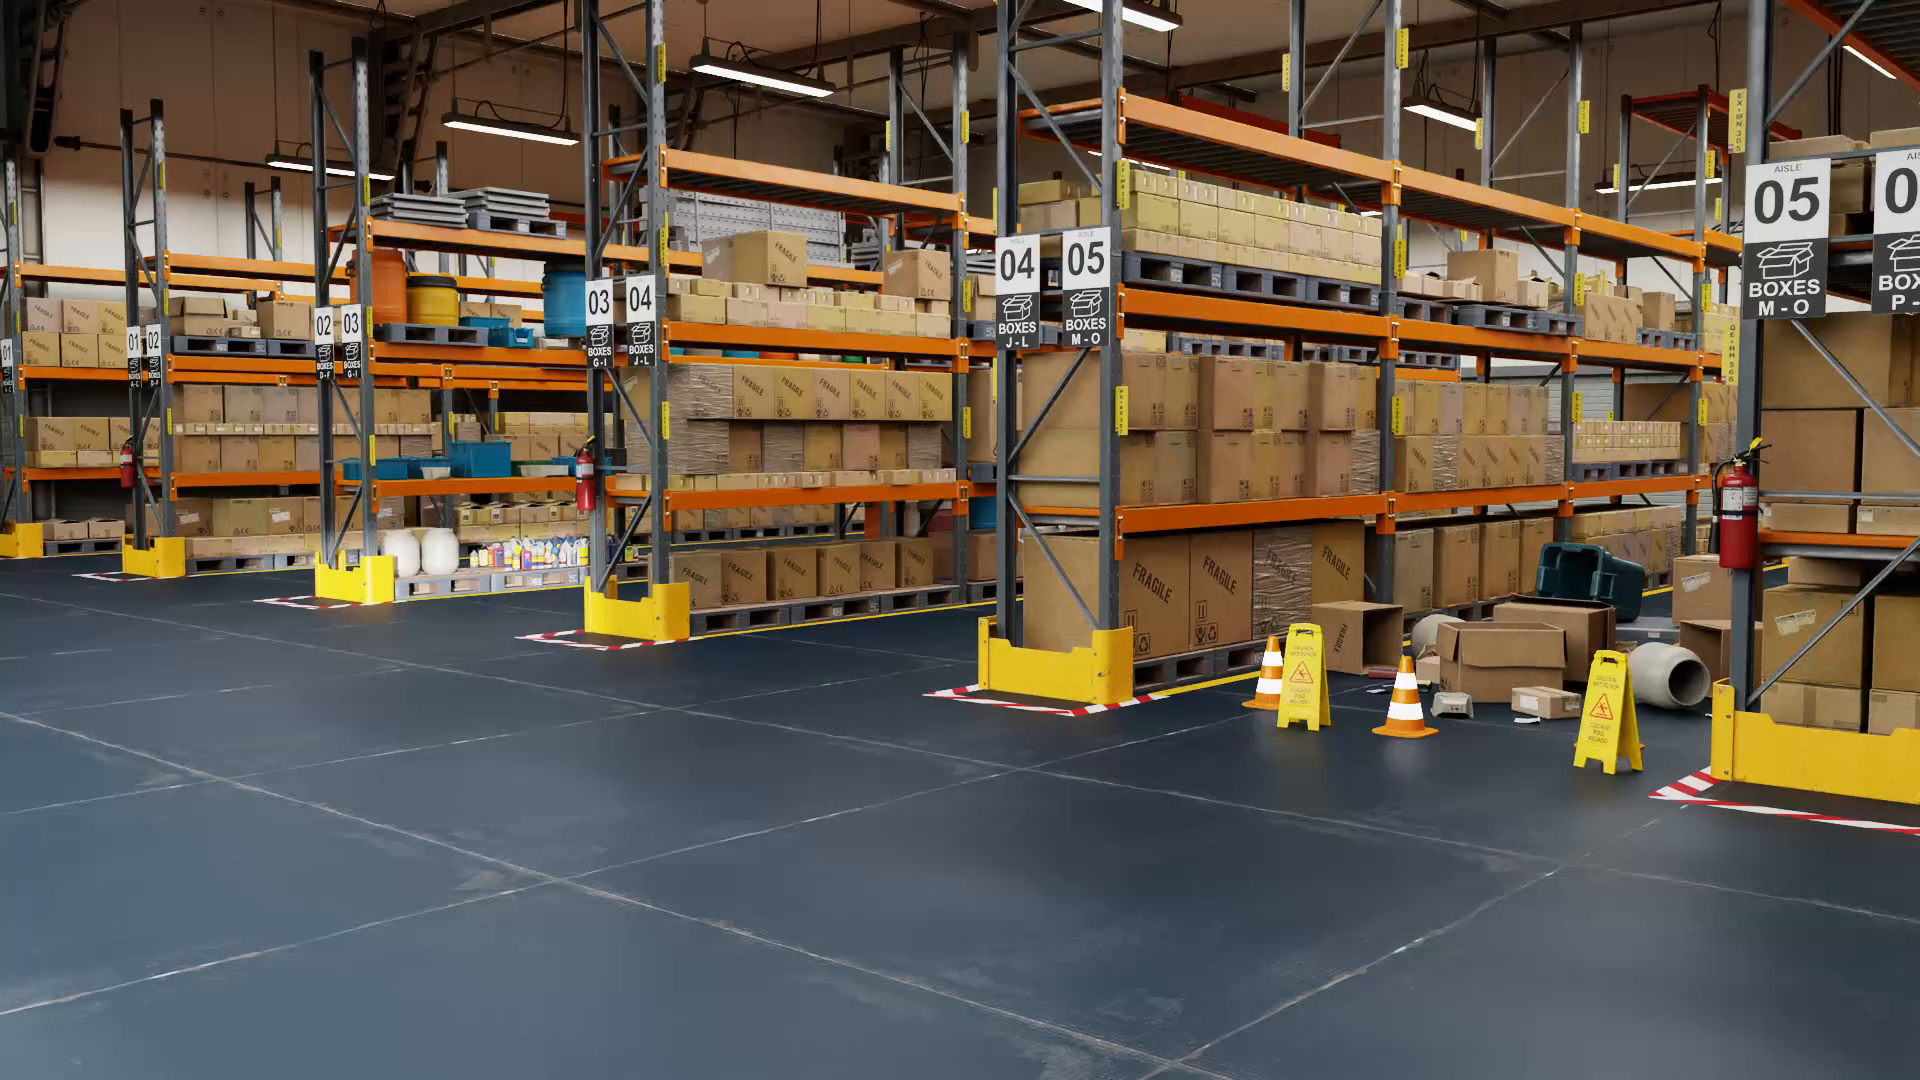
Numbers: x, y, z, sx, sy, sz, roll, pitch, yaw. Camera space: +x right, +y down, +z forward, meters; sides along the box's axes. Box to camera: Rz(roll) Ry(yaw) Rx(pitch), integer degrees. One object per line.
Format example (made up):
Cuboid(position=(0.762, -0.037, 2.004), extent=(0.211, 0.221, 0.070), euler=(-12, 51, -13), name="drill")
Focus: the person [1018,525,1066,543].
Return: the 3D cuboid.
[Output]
Cuboid(position=(0.827, -0.103, 17.046), extent=(0.543, 1.667, 0.370), euler=(2, 4, 24), name="person")
